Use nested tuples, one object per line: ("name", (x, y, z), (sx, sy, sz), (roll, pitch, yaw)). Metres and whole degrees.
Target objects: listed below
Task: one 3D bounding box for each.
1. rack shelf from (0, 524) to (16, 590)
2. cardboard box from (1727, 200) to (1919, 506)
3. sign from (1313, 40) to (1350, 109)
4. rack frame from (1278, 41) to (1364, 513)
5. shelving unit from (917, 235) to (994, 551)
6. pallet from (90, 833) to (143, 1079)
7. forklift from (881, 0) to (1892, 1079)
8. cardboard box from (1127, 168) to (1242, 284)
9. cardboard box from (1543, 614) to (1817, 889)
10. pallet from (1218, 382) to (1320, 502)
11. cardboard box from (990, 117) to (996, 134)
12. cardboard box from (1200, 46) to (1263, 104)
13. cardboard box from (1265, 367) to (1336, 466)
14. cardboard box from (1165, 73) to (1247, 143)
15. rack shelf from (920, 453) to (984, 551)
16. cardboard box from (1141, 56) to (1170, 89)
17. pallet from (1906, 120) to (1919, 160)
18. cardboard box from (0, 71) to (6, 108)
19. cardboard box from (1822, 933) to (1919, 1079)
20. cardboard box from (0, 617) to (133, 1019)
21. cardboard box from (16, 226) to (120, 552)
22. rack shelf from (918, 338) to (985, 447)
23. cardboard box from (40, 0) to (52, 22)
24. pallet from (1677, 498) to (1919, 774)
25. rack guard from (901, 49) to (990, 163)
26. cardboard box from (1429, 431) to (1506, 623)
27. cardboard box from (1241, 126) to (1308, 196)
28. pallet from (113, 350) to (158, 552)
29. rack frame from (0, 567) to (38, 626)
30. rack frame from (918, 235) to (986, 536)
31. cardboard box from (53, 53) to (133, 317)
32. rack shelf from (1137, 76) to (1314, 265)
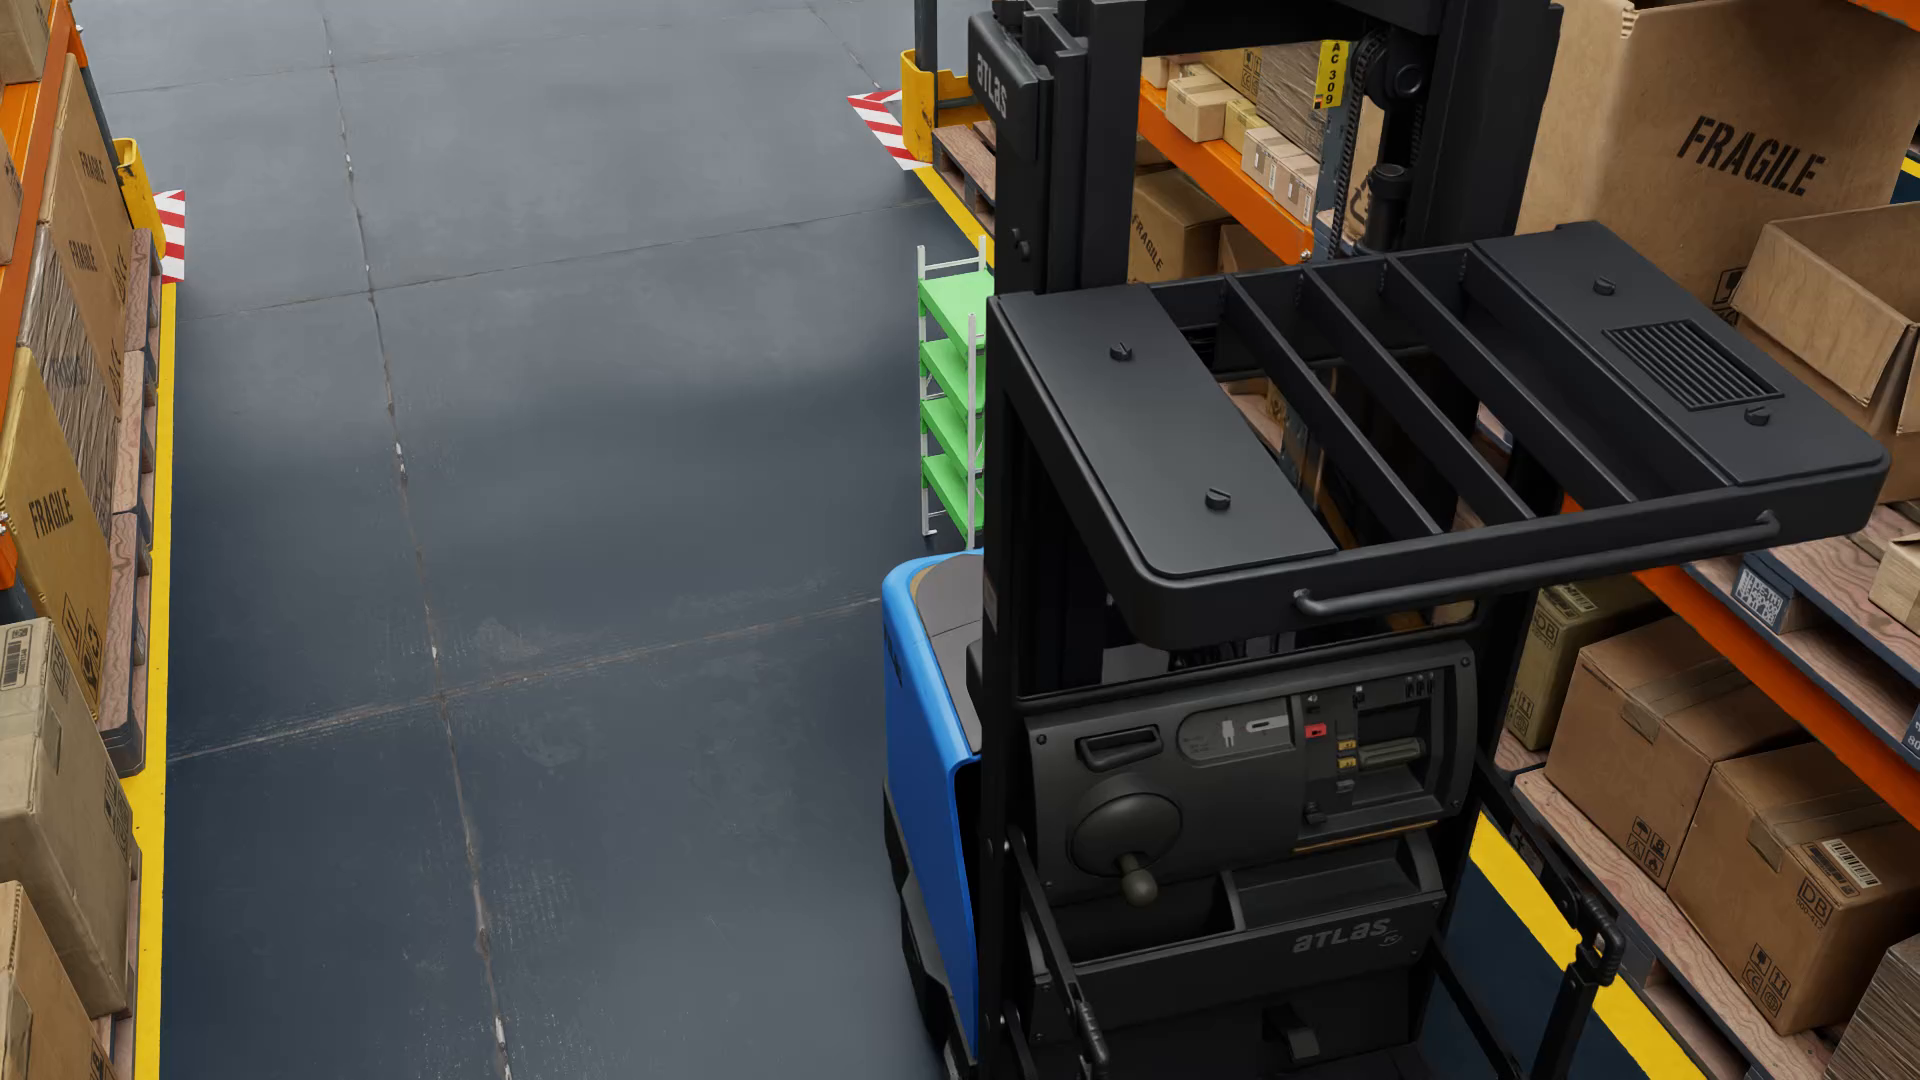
("rack shelf", (-2.378, 1.170, 2.802), (1.077, 0.370, 4.000), (-12, 39, -16))
("cardboard box", (2.308, -0.466, 3.941), (0.797, 0.503, 0.637), (-9, 38, -11))
("sign", (1.118, -1.446, 4.957), (0.100, 0.325, 0.005), (-12, 39, -16))
("rack frame", (1.625, -1.217, 5.373), (1.000, 3.000, 0.127), (-12, 39, -16))
("shelving unit", (0.057, -0.386, 5.765), (0.258, 1.200, 0.503), (-12, 39, -16))
("pallet", (-2.730, 1.287, 4.366), (1.003, 0.211, 1.213), (-12, 39, -16))
("forklift", (0.642, 0.531, 3.108), (1.130, 2.935, 3.031), (-9, 38, -12))
("cardboard box", (1.033, -1.277, 7.181), (0.500, 0.500, 0.500), (-16, 40, -20))
("cardboard box", (2.156, 0.546, 4.744), (0.700, 0.500, 0.500), (-16, 40, -20))
("pallet", (1.361, -0.475, 6.706), (1.003, 0.211, 1.213), (-12, 39, -16))
("cardboard box", (0.448, -2.290, 8.526), (0.500, 0.500, 0.500), (-6, 37, -7))
("cardboard box", (1.389, -1.933, 5.992), (0.875, 0.500, 0.500), (-12, 39, -16))
("cardboard box", (1.525, -0.621, 6.310), (0.500, 0.500, 0.500), (-14, 39, -17))
("cardboard box", (0.978, -1.592, 6.080), (0.380, 0.149, 0.250), (-12, 39, -16))
("rack shelf", (0.057, -0.143, 5.948), (0.258, 0.148, 0.480), (-12, 39, -16))
("cardboard box", (0.892, -1.894, 6.480), (0.380, 0.149, 0.250), (-12, 39, -16))
("pallet", (5.660, -2.207, 9.005), (1.003, 0.211, 1.213), (-12, 39, -16))
("cardboard box", (-3.988, -1.718, 5.913), (0.875, 0.550, 0.550), (-12, 39, -16))
("cardboard box", (2.549, 1.180, 3.902), (0.700, 0.500, 0.500), (-16, 40, -20))
("cardboard box", (-2.769, 0.816, 4.195), (1.050, 0.750, 0.750), (-13, 39, -16))
("cardboard box", (-3.531, -0.445, 5.764), (0.875, 0.875, 0.875), (-12, 39, -16))
("rack shelf", (0.057, -0.526, 5.659), (0.258, 0.148, 0.480), (-12, 39, -16))
("cardboard box", (-4.273, -2.367, 6.774), (0.875, 0.550, 0.550), (-12, 39, -16))
("pallet", (2.282, 0.009, 3.904), (1.003, 0.211, 1.213), (-12, 39, -16))
("rack guard", (0.275, -2.435, 9.068), (1.175, 0.500, 0.348), (-12, 39, -16))
("cardboard box", (1.816, -0.043, 5.526), (0.700, 0.500, 0.500), (-15, 40, -19))
("cardboard box", (1.198, -1.321, 5.719), (0.380, 0.149, 0.250), (-12, 39, -16))
("pallet", (-3.678, -0.270, 6.433), (1.003, 0.211, 1.213), (-12, 39, -16))
("rack frame", (-3.067, -0.247, 4.085), (1.000, 3.000, 0.127), (-12, 39, -16))
("rack frame", (-0.027, -0.524, 5.948), (0.240, 1.200, 0.015), (-12, 39, -16))
("cardboard box", (-4.148, -1.457, 7.108), (0.875, 0.875, 0.875), (-12, 39, -16))
("rack shelf", (0.937, -2.060, 7.089), (1.077, 0.370, 4.000), (-12, 39, -16))
